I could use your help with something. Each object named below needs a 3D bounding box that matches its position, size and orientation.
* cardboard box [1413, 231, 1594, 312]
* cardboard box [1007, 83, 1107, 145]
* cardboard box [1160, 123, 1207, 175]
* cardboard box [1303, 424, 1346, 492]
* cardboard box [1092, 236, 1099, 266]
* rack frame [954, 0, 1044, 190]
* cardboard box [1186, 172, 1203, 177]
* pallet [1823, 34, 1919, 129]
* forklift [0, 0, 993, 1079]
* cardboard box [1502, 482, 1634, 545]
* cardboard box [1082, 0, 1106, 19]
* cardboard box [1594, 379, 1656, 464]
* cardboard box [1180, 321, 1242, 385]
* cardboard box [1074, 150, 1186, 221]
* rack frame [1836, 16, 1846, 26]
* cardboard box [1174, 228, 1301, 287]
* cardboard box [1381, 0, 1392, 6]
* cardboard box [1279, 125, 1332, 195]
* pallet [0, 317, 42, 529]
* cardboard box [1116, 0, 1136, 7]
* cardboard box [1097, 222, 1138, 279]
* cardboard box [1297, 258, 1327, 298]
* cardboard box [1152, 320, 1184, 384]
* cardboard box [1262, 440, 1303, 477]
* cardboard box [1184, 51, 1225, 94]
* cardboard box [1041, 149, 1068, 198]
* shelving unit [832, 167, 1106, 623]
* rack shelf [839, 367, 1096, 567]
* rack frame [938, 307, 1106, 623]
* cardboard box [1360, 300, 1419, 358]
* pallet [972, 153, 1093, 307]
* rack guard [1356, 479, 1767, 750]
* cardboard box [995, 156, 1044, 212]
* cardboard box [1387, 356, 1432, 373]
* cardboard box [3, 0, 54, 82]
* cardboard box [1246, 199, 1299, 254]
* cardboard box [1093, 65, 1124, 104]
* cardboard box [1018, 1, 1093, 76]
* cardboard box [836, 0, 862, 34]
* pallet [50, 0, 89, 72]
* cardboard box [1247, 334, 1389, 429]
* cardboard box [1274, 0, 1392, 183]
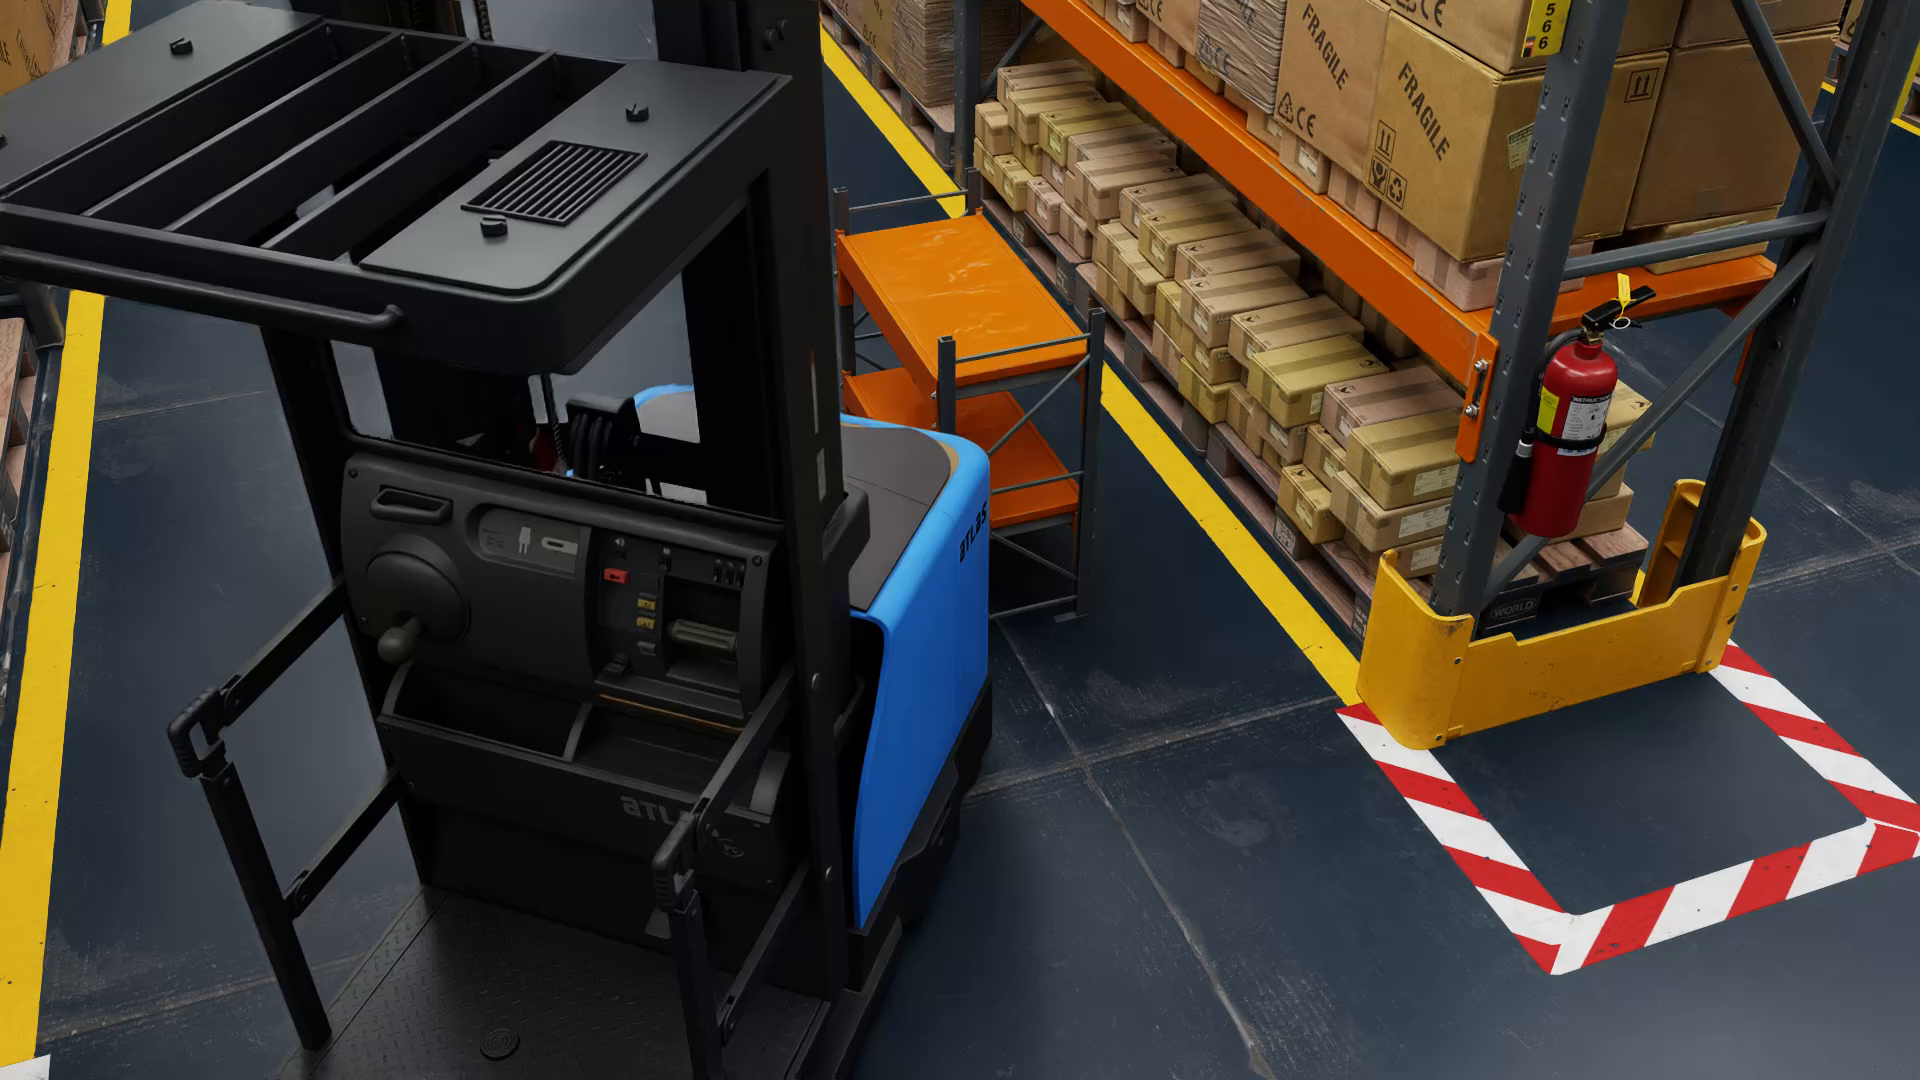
[{"bbox_3d":[1.461,-0.764,4.480,0.380,0.149,0.250,-12,39,-16],"label":"cardboard box"},{"bbox_3d":[0.425,-1.860,7.252,0.380,0.149,0.250,-11,38,-14],"label":"cardboard box"},{"bbox_3d":[1.062,-1.680,7.013,0.380,0.149,0.250,-11,38,-14],"label":"cardboard box"},{"bbox_3d":[1.349,-0.285,5.408,0.380,0.149,0.250,-13,39,-17],"label":"cardboard box"},{"bbox_3d":[0.771,-1.198,6.867,0.380,0.149,0.250,-14,39,-18],"label":"cardboard box"},{"bbox_3d":[0.462,-2.999,7.238,1.000,3.000,0.127,-12,39,-16],"label":"rack frame"},{"bbox_3d":[1.076,-1.574,7.120,0.380,0.149,0.250,-12,39,-16],"label":"cardboard box"},{"bbox_3d":[5.342,-2.409,8.772,1.003,0.211,1.213,-12,39,-16],"label":"pallet"},{"bbox_3d":[-0.868,0.171,3.086,1.130,2.935,3.031,12,39,15],"label":"forklift"},{"bbox_3d":[1.958,-0.130,5.450,0.380,0.149,0.250,-12,39,-15],"label":"cardboard box"},{"bbox_3d":[0.665,-2.089,6.240,0.380,0.149,0.250,-12,39,-15],"label":"cardboard box"},{"bbox_3d":[1.977,-0.372,5.277,0.380,0.149,0.250,-14,39,-18],"label":"cardboard box"},{"bbox_3d":[1.018,-0.709,5.971,0.380,0.149,0.250,-12,39,-15],"label":"cardboard box"},{"bbox_3d":[0.680,-1.424,6.673,0.380,0.149,0.250,-12,39,-15],"label":"cardboard box"},{"bbox_3d":[5.153,-3.968,8.525,1.000,3.000,0.127,-12,39,-16],"label":"rack frame"},{"bbox_3d":[1.016,-0.997,6.107,0.380,0.149,0.250,-14,39,-17],"label":"cardboard box"},{"bbox_3d":[1.273,-1.790,4.472,0.500,0.500,0.500,-14,39,-17],"label":"cardboard box"},{"bbox_3d":[1.200,-1.190,5.046,0.380,0.149,0.250,-11,38,-15],"label":"cardboard box"},{"bbox_3d":[-3.963,-0.357,6.049,1.003,0.211,1.213,-12,39,-16],"label":"pallet"},{"bbox_3d":[0.712,-2.255,5.921,0.500,0.500,0.500,-13,39,-17],"label":"cardboard box"},{"bbox_3d":[0.765,-1.152,6.559,0.380,0.149,0.250,-13,39,-16],"label":"cardboard box"},{"bbox_3d":[1.391,-0.964,6.311,0.380,0.149,0.250,-11,38,-14],"label":"cardboard box"},{"bbox_3d":[0.948,-0.740,6.260,0.380,0.149,0.250,-12,39,-15],"label":"cardboard box"},{"bbox_3d":[1.268,-0.314,5.694,0.380,0.149,0.250,-13,39,-16],"label":"cardboard box"},{"bbox_3d":[0.993,-1.657,5.665,0.380,0.149,0.250,-12,39,-15],"label":"cardboard box"},{"bbox_3d":[0.575,-1.621,7.182,0.380,0.149,0.250,-13,39,-16],"label":"cardboard box"},{"bbox_3d":[0.002,-0.445,5.407,0.538,1.125,1.048,-12,39,-16],"label":"shelving unit"},{"bbox_3d":[0.002,-0.250,5.554,0.538,0.278,1.000,-12,39,-16],"label":"rack shelf"},{"bbox_3d":[0.177,-0.158,5.025,0.500,1.125,0.032,-12,39,-16],"label":"rack frame"},{"bbox_3d":[1.639,-0.795,5.838,0.380,0.149,0.250,-14,39,-18],"label":"cardboard box"},{"bbox_3d":[0.726,-1.513,7.583,1.003,0.211,1.213,-12,39,-16],"label":"pallet"},{"bbox_3d":[1.812,0.217,5.047,1.175,0.500,0.348,-12,39,-16],"label":"rack guard"},{"bbox_3d":[0.377,-1.605,7.408,0.380,0.149,0.250,-11,38,-15],"label":"cardboard box"},{"bbox_3d":[1.690,-0.522,5.723,0.380,0.149,0.250,-12,39,-15],"label":"cardboard box"},{"bbox_3d":[-5.065,-2.583,8.103,0.875,0.875,0.875,-12,39,-15],"label":"cardboard box"},{"bbox_3d":[1.329,-1.233,6.420,0.380,0.149,0.250,-12,39,-16],"label":"cardboard box"},{"bbox_3d":[0.828,-2.118,7.595,0.380,0.149,0.250,-11,38,-15],"label":"cardboard box"},{"bbox_3d":[0.456,-2.640,8.491,0.500,0.500,0.500,-11,38,-14],"label":"cardboard box"},{"bbox_3d":[-0.378,-3.114,9.120,0.500,0.500,0.500,-13,39,-17],"label":"cardboard box"},{"bbox_3d":[-5.327,-2.601,9.028,1.003,0.211,1.213,-12,39,-16],"label":"pallet"},{"bbox_3d":[1.177,-0.526,5.481,0.380,0.149,0.250,-13,39,-17],"label":"cardboard box"},{"bbox_3d":[1.269,-1.390,4.772,0.500,0.500,0.500,-13,39,-17],"label":"cardboard box"}]
